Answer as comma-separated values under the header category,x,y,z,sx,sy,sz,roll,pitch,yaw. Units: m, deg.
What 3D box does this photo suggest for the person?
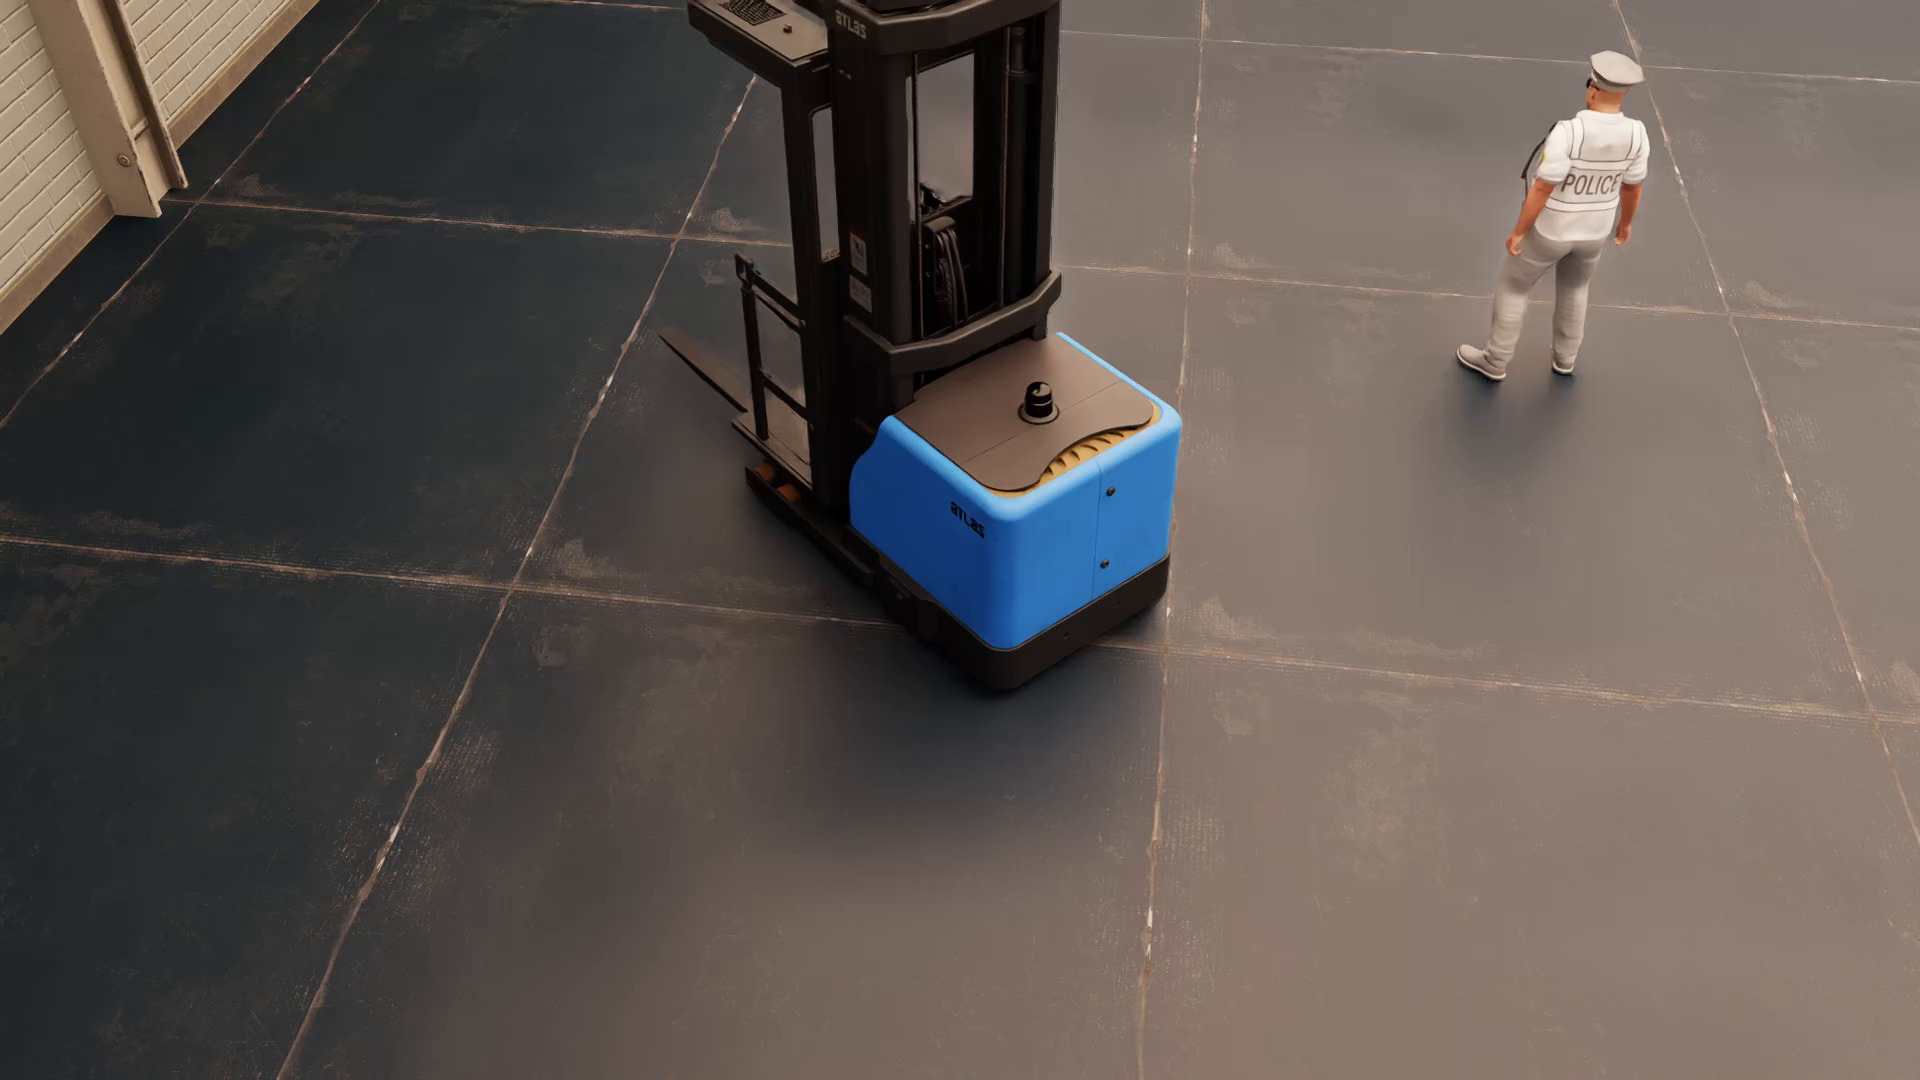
category,x,y,z,sx,sy,sz,roll,pitch,yaw
person,3.044,-1.576,8.327,0.702,1.751,0.393,-6,43,-6

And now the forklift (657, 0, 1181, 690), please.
category,x,y,z,sx,sy,sz,roll,pitch,yaw
forklift,-0.385,-1.375,7.221,1.130,2.935,3.031,-29,50,-28
